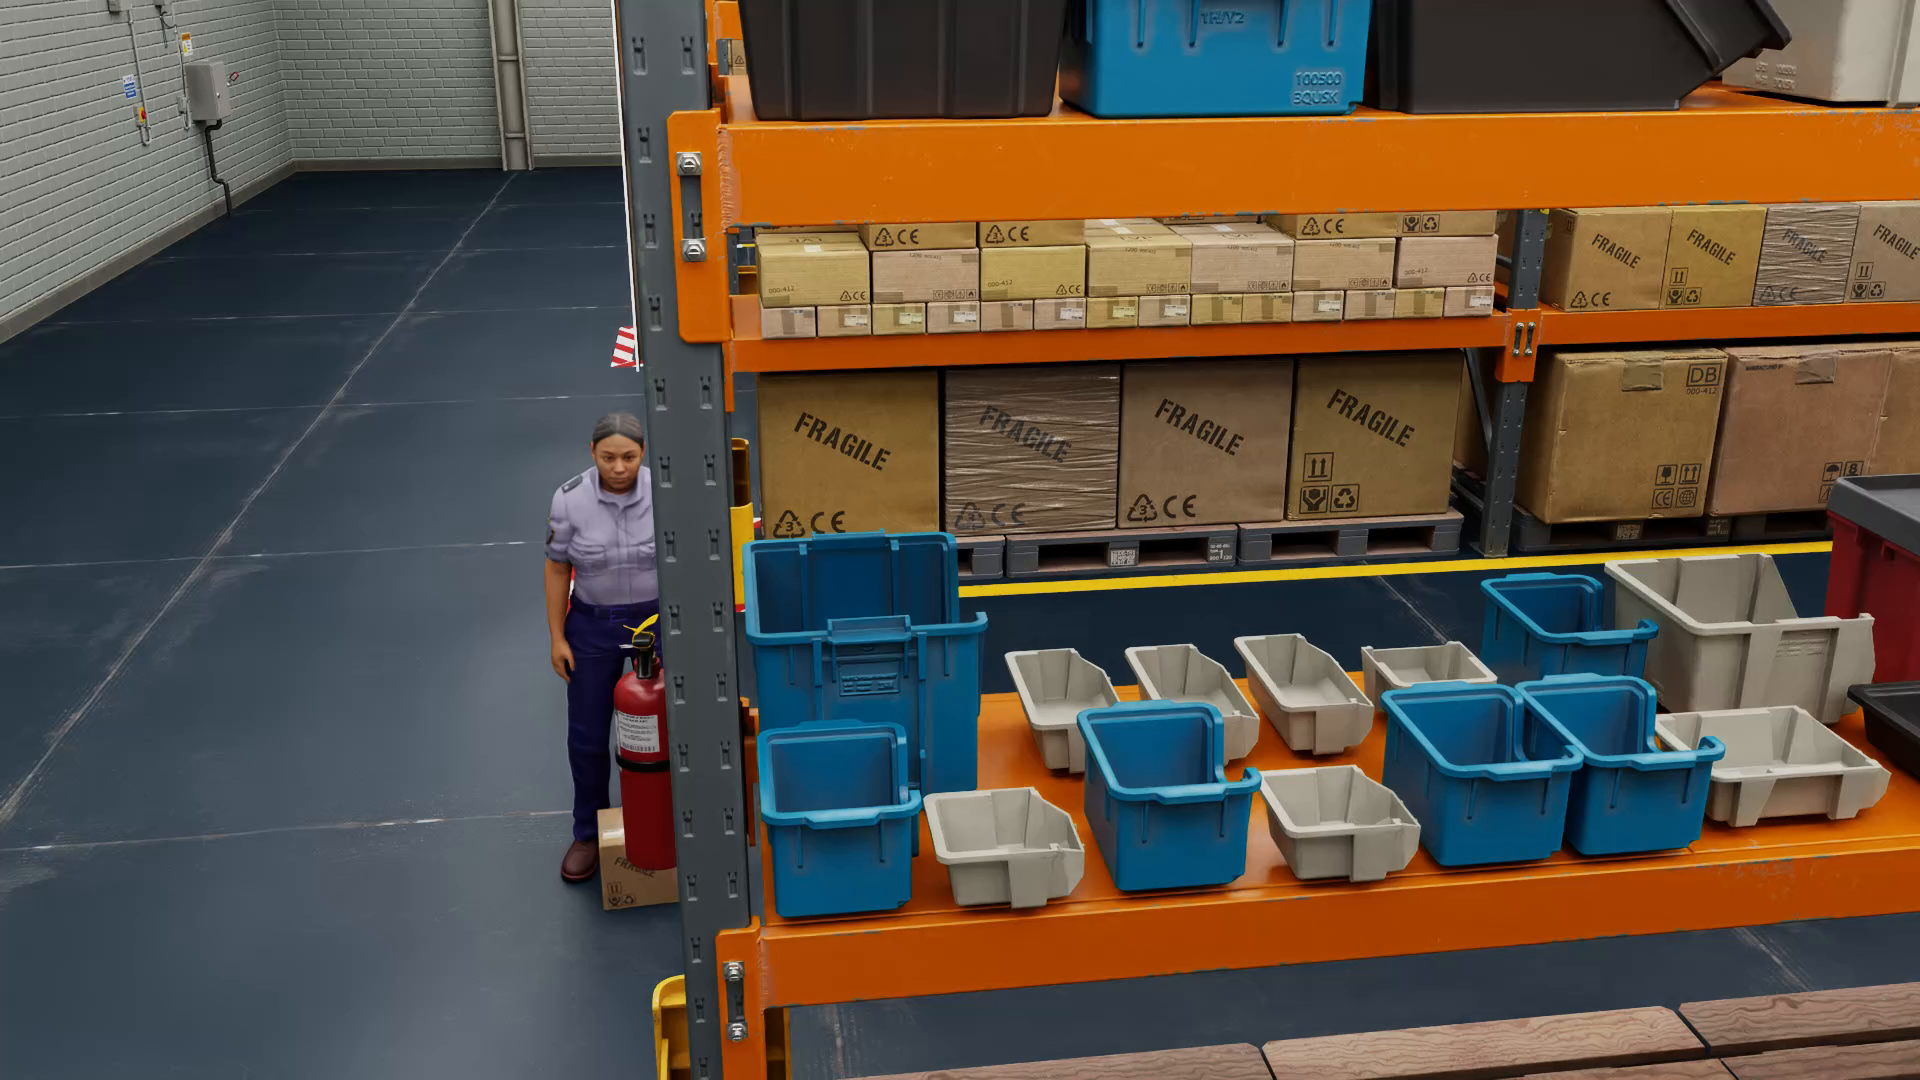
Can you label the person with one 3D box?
[{"bbox_3d":[-1.143,0.342,5.661,0.545,1.647,0.372,-4,20,-10],"label":"person"}]
